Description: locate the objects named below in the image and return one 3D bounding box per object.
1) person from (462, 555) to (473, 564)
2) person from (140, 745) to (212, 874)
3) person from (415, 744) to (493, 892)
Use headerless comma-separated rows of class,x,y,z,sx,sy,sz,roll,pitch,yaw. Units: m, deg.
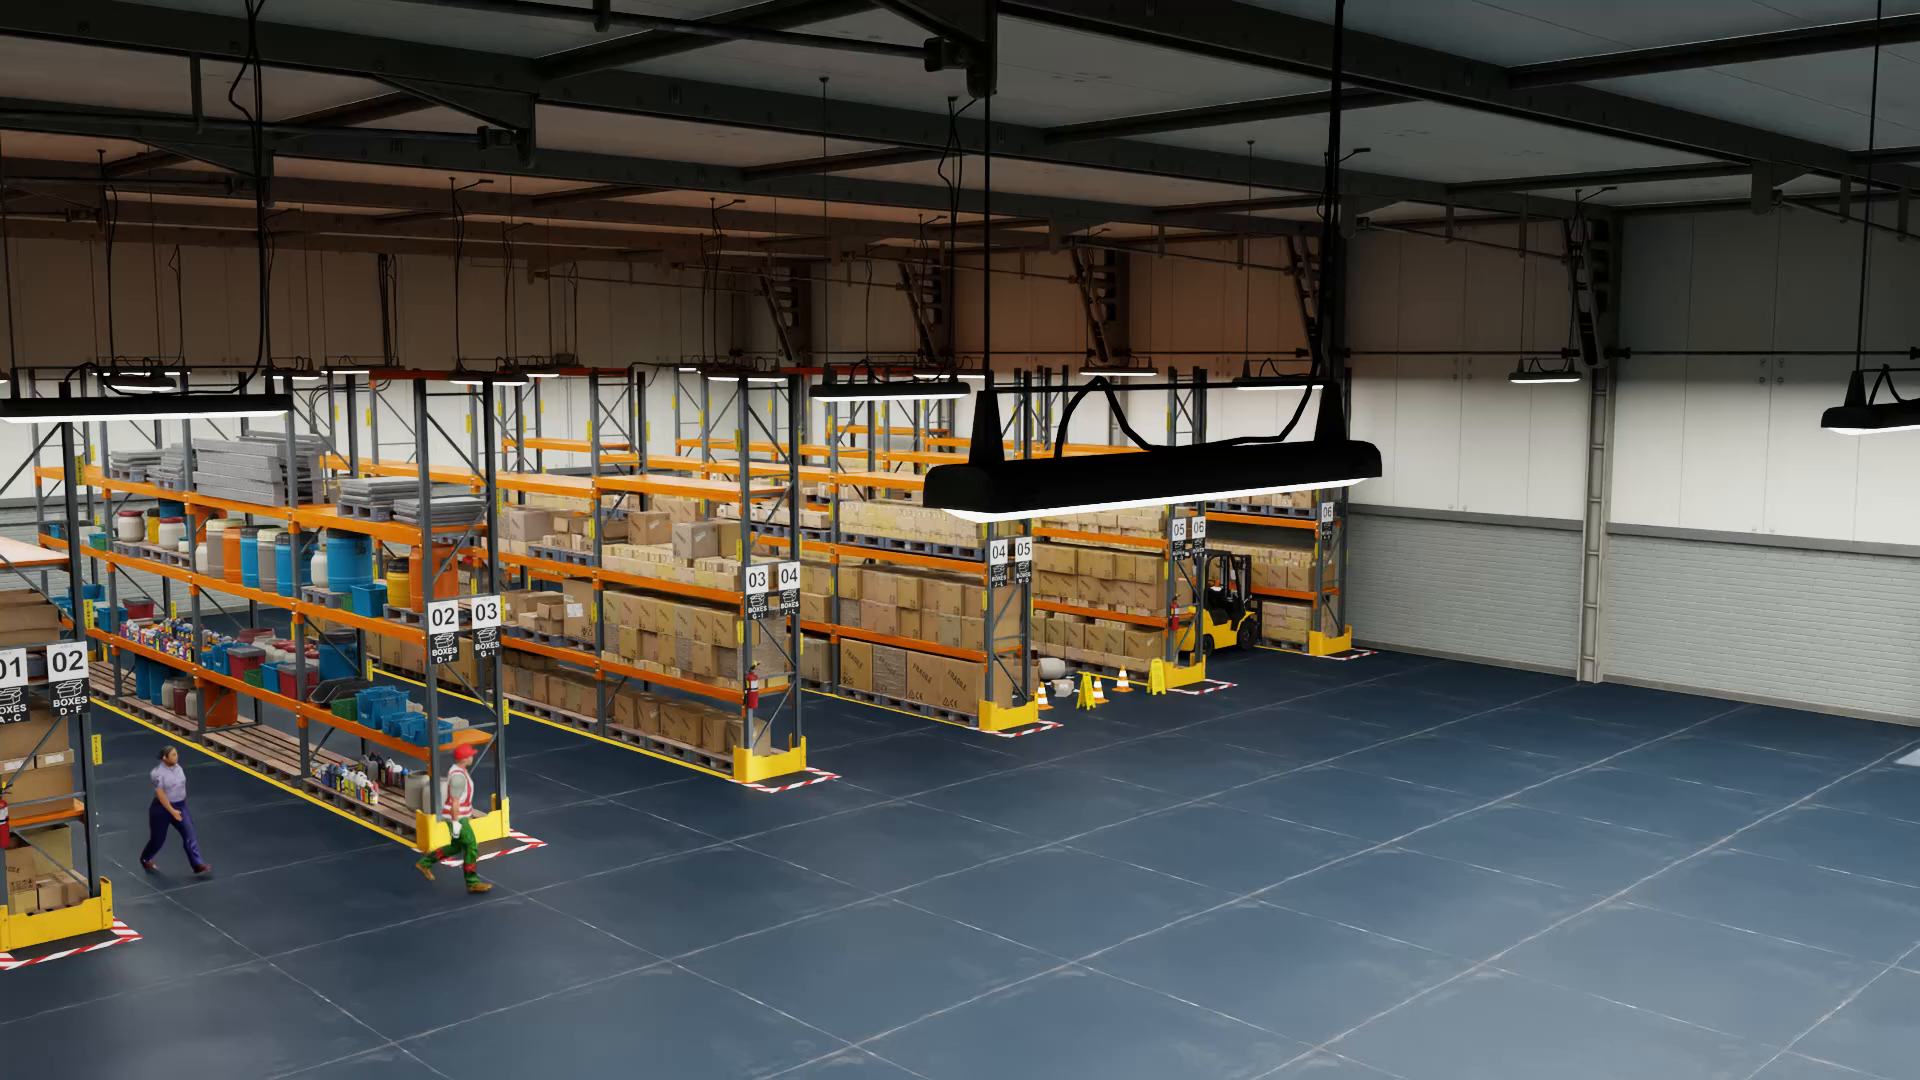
person,-11.686,0.986,39.773,0.552,1.703,0.779,2,7,15
person,-9.539,3.269,20.189,1.067,1.565,0.454,3,7,28
person,-5.972,3.256,19.534,0.933,1.753,0.540,0,6,-3
